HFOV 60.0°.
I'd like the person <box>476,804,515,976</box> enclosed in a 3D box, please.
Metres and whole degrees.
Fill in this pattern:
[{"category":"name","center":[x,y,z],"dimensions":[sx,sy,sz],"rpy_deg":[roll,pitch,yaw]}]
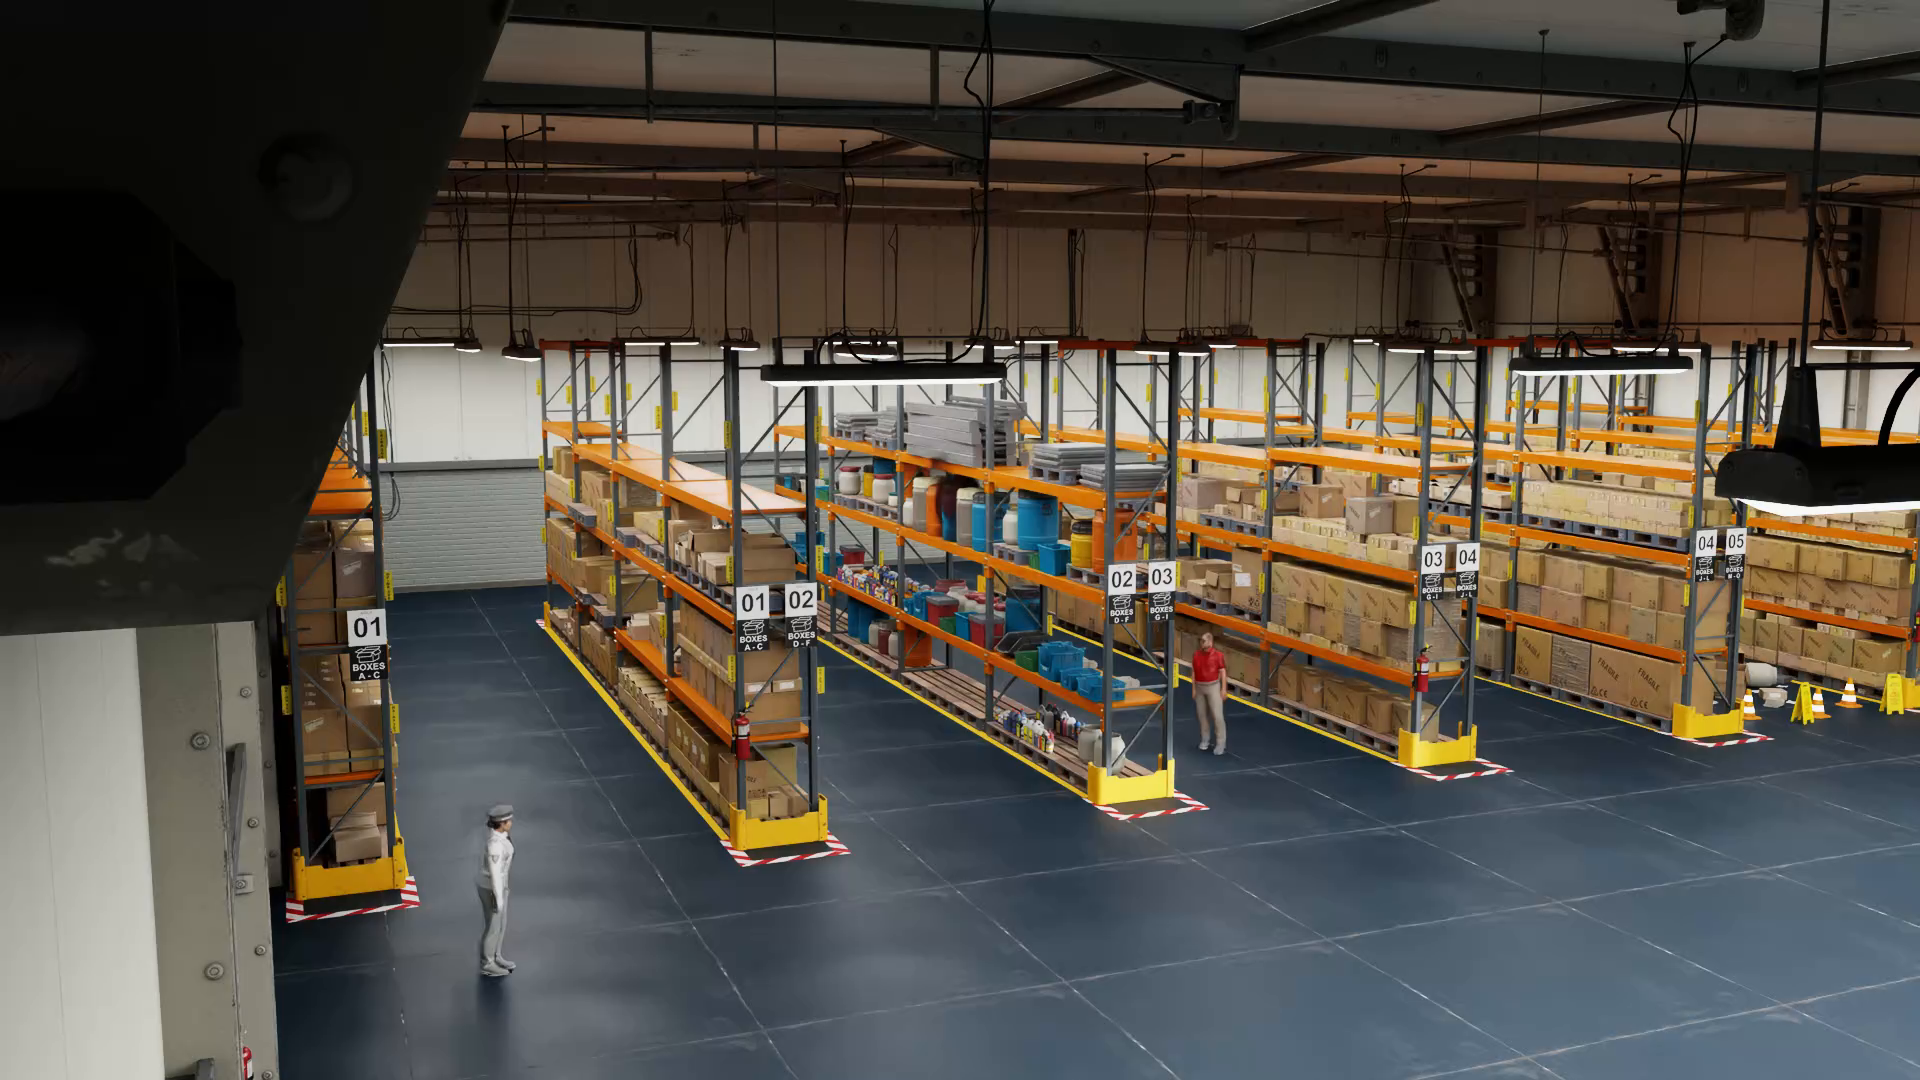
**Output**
[{"category":"person","center":[-4.520,3.414,16.232],"dimensions":[0.383,1.675,0.521],"rpy_deg":[-1,8,-9]}]

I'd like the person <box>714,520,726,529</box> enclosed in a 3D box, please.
[{"category":"person","center":[-5.664,0.245,40.136],"dimensions":[0.414,1.791,0.605],"rpy_deg":[5,9,31]}]

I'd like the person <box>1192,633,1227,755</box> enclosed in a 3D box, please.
[{"category":"person","center":[3.702,2.265,24.787],"dimensions":[0.679,1.744,0.454],"rpy_deg":[6,10,40]}]
